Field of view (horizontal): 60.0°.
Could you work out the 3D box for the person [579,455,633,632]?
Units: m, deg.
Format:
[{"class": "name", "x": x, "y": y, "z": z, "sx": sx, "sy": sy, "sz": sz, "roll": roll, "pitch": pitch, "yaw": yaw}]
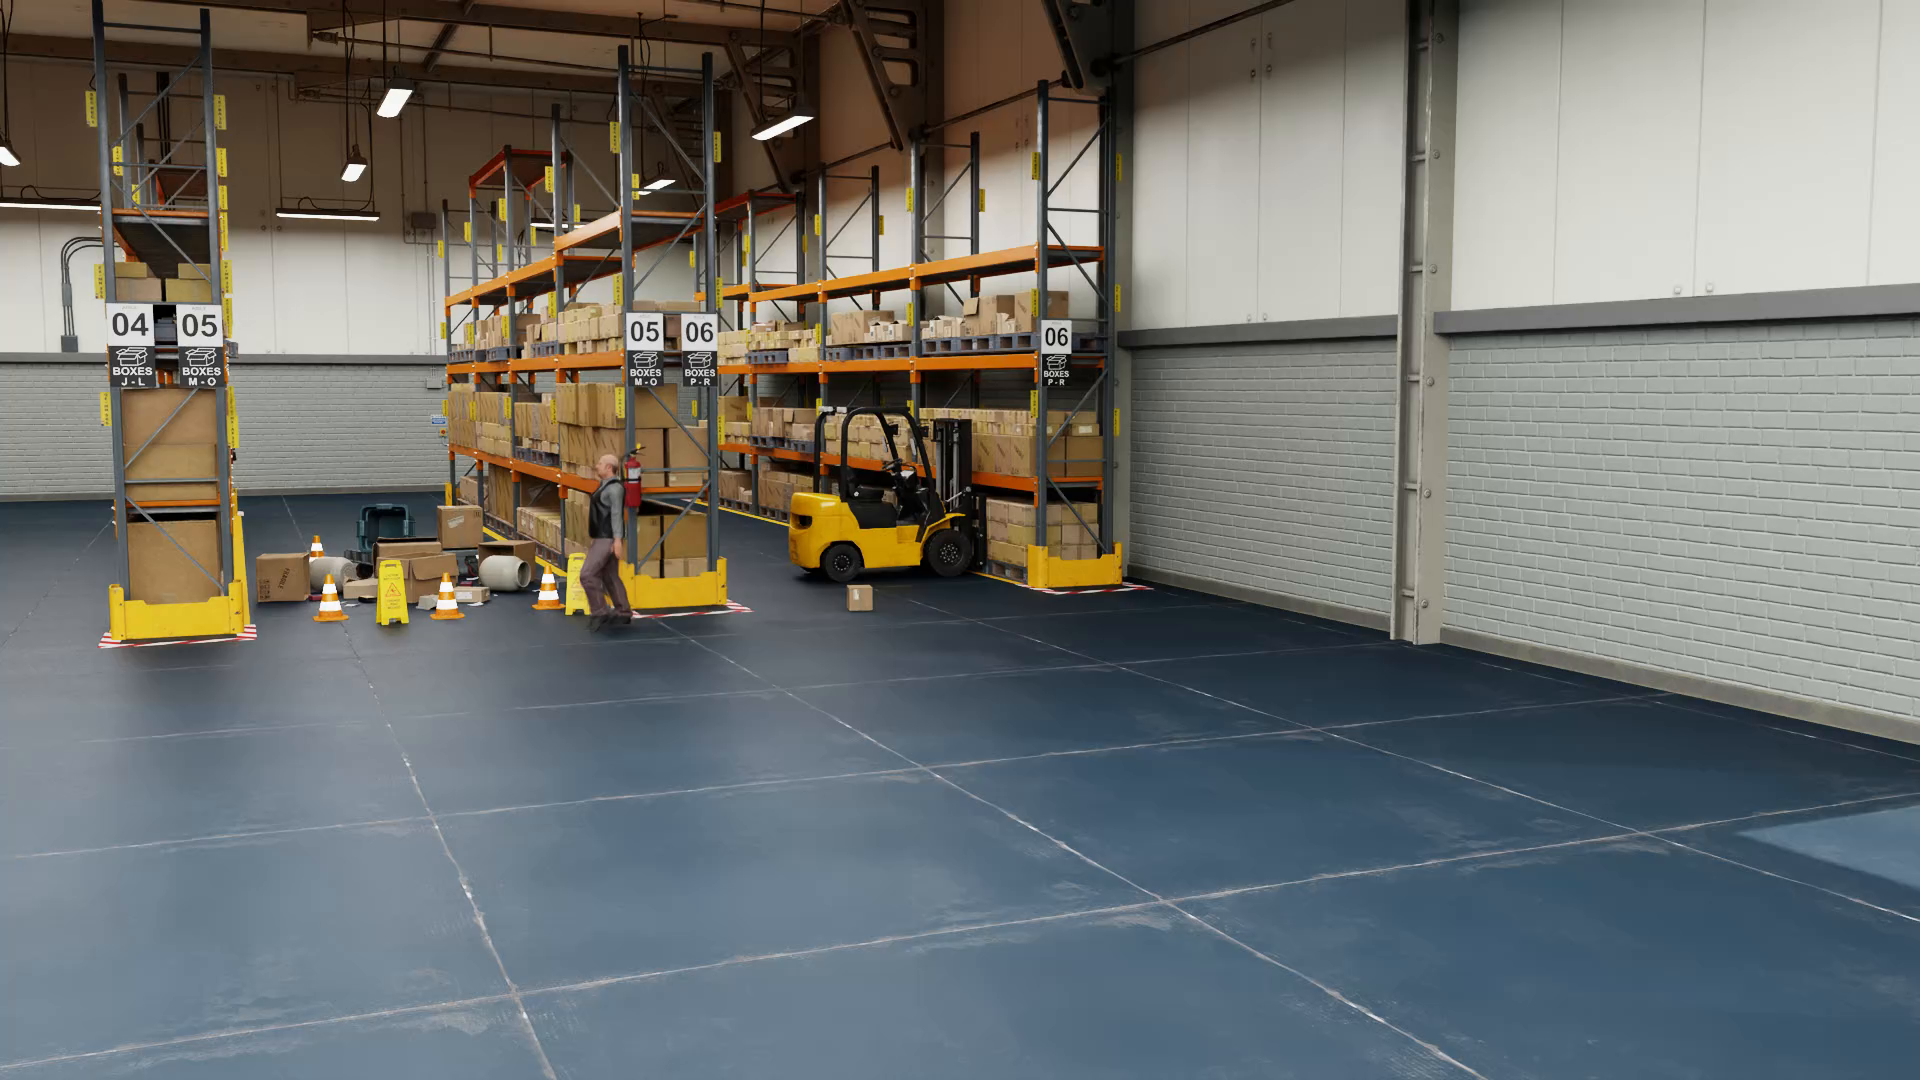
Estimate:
[{"class": "person", "x": -3.532, "y": 0.042, "z": 16.549, "sx": 0.539, "sy": 1.784, "sz": 0.569, "roll": -2, "pitch": 6, "yaw": -16}]
